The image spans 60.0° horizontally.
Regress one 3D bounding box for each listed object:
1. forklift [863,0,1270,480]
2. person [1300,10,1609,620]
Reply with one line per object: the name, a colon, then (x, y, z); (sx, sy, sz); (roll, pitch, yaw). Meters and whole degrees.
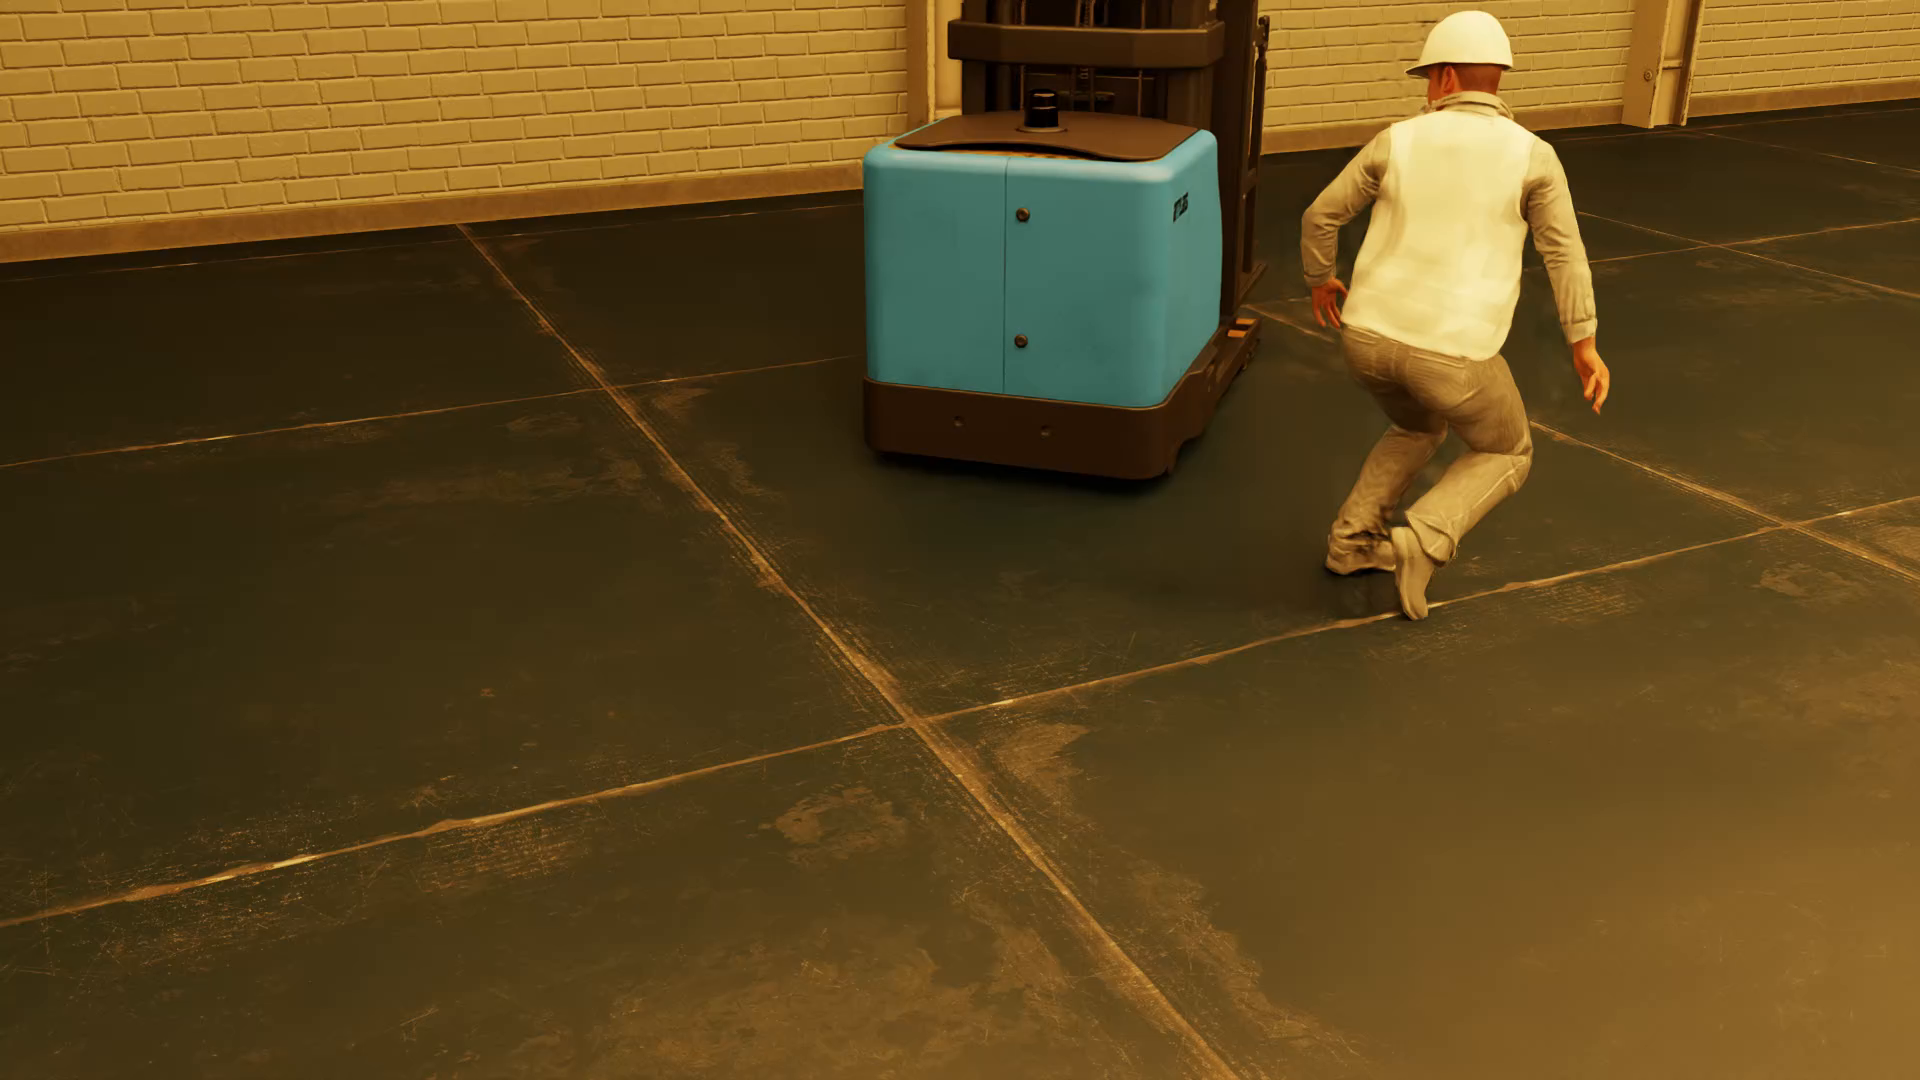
forklift: (0.626, -2.086, 6.307); (1.130, 2.935, 3.031); (7, 24, 17)
person: (1.311, -0.583, 4.499); (0.891, 1.594, 0.575); (18, 29, 37)
